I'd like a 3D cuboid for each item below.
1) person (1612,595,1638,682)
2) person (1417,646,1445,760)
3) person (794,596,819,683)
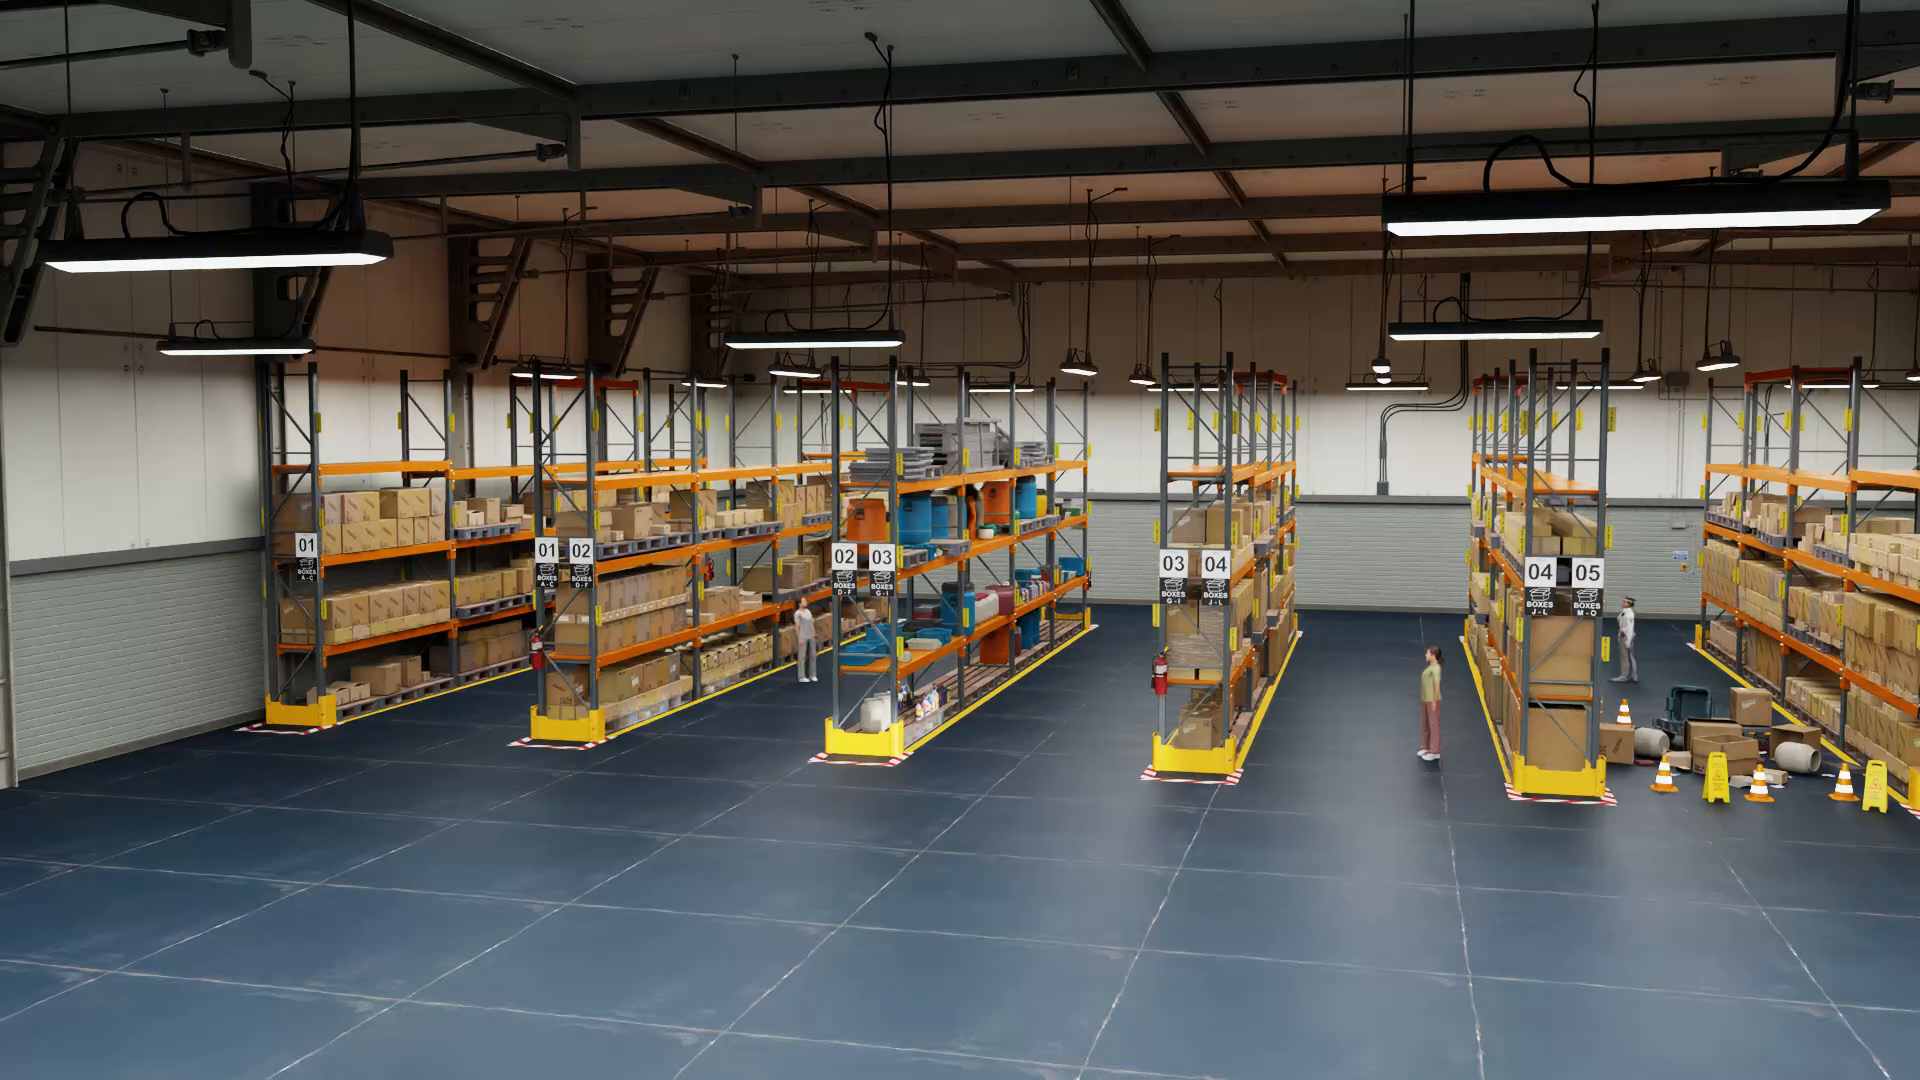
[{"bbox_3d":[12.918,1.901,32.225,0.432,1.689,0.505,3,5,35],"label":"person"},{"bbox_3d":[7.029,2.416,24.818,0.376,1.677,0.482,0,4,-5],"label":"person"},{"bbox_3d":[-2.956,1.905,31.981,0.521,1.680,0.417,-3,5,-37],"label":"person"}]
